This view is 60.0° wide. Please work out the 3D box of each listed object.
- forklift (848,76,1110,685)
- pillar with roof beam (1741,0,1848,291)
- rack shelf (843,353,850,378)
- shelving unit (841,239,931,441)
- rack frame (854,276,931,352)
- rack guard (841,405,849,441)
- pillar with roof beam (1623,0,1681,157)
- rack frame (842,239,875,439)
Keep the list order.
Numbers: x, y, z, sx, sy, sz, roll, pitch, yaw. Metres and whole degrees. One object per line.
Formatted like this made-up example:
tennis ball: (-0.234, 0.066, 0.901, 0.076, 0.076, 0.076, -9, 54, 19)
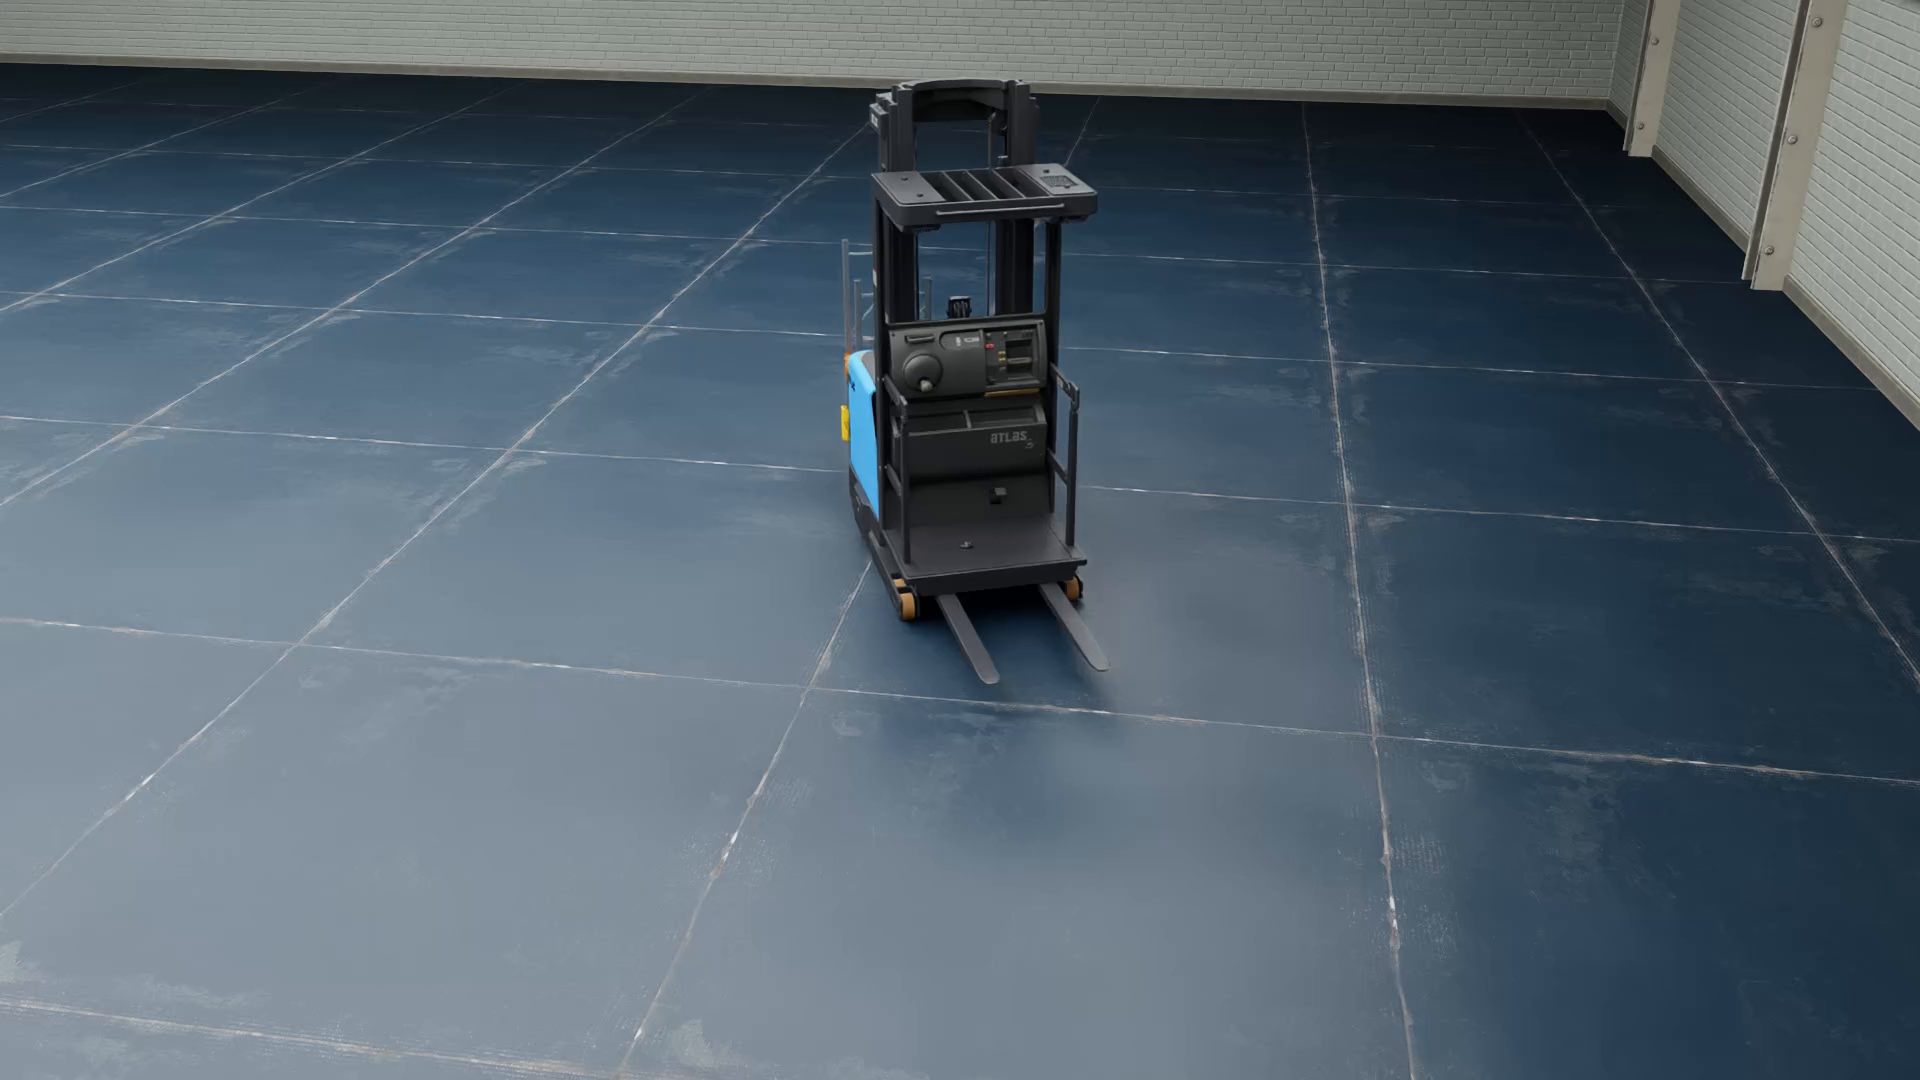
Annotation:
forklift: (0.105, -1.033, 9.499, 1.130, 2.935, 3.031, -6, 26, -12)
pillar with roof beam: (3.490, -6.838, 14.743, 9.100, 9.000, 0.400, 4, 25, 9)
rack shelf: (-0.513, -1.078, 11.708, 0.538, 0.185, 1.000, -3, 25, -7)
shelving unit: (-0.512, -1.237, 11.624, 0.587, 1.500, 1.083, -3, 25, -7)
rack frame: (-0.442, -1.028, 11.176, 0.500, 1.500, 0.032, -3, 25, -7)
rack guard: (-0.582, -0.880, 12.335, 0.587, 0.250, 0.087, -3, 25, -7)
pillar with roof beam: (4.470, -9.347, 20.104, 9.100, 9.000, 0.400, 4, 25, 9)
rack frame: (-0.585, -1.454, 12.088, 0.500, 1.500, 0.032, -3, 25, -7)
